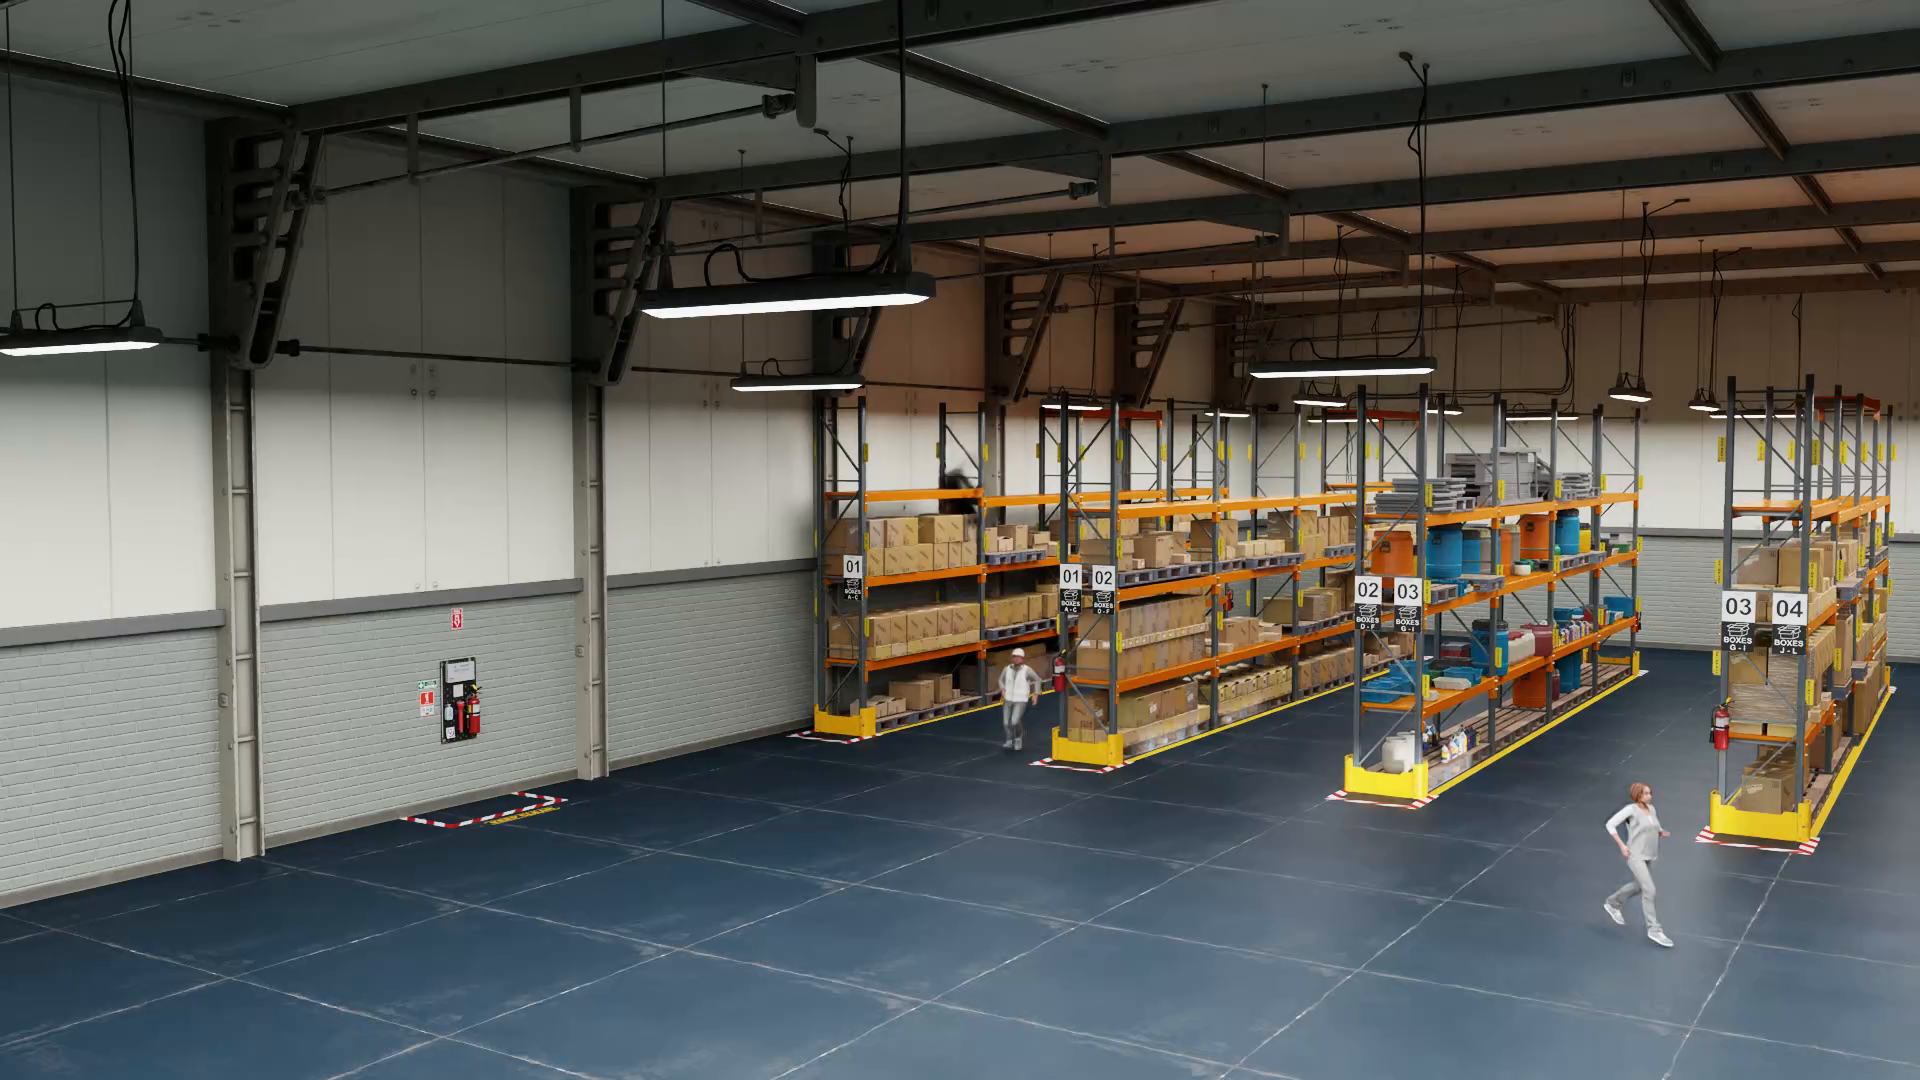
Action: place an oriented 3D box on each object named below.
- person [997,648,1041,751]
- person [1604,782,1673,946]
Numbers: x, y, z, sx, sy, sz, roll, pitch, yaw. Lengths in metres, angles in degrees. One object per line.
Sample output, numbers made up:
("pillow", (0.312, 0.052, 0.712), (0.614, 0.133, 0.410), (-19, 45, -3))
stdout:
("person", (0.957, 2.672, 27.820), (0.714, 1.737, 0.620), (1, 3, 22))
("person", (6.986, 3.280, 17.106), (0.532, 1.595, 0.880), (-2, 4, -32))
